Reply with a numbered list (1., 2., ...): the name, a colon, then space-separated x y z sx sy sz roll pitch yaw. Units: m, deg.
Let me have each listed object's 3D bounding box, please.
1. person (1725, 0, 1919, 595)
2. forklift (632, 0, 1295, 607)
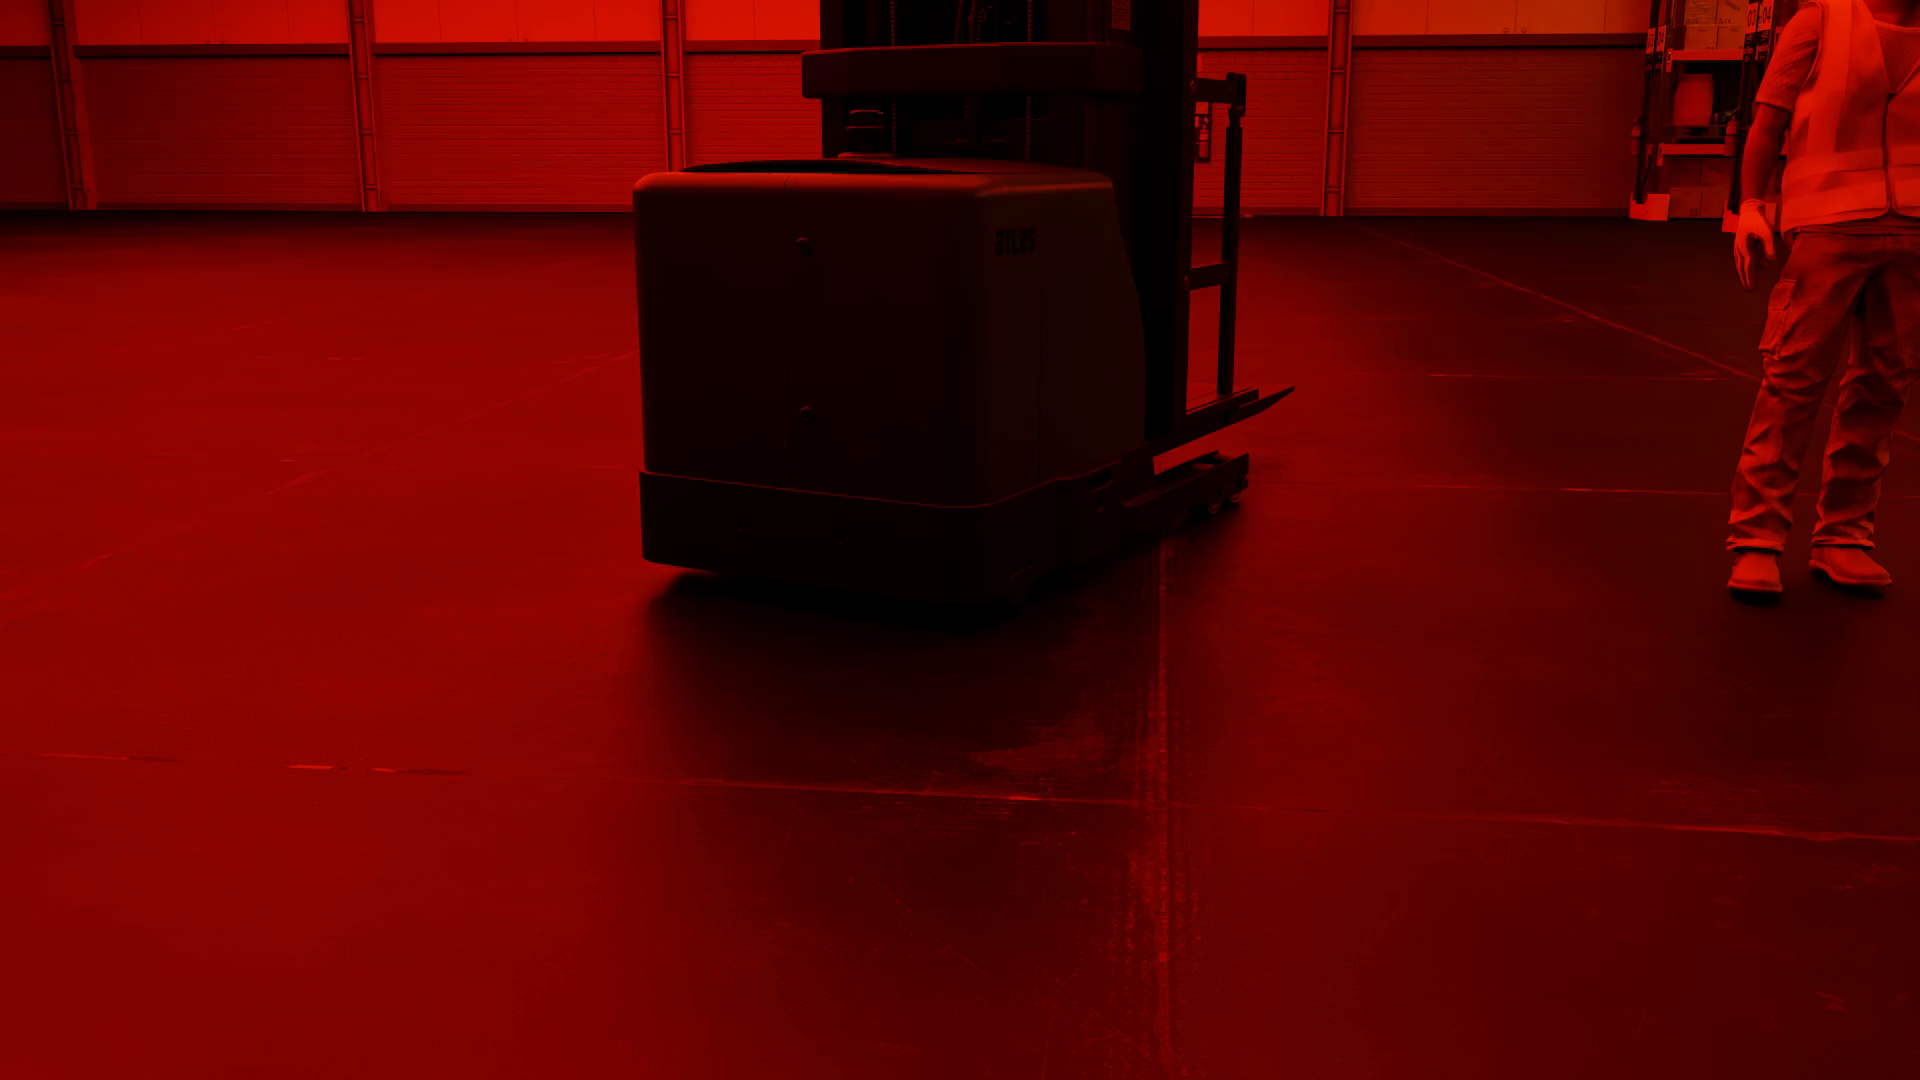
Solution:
1. person: 2.341 -0.761 4.253 0.656 1.782 0.578 2 13 10
2. forklift: 0.299 -1.552 5.146 1.130 2.935 3.031 7 15 28
